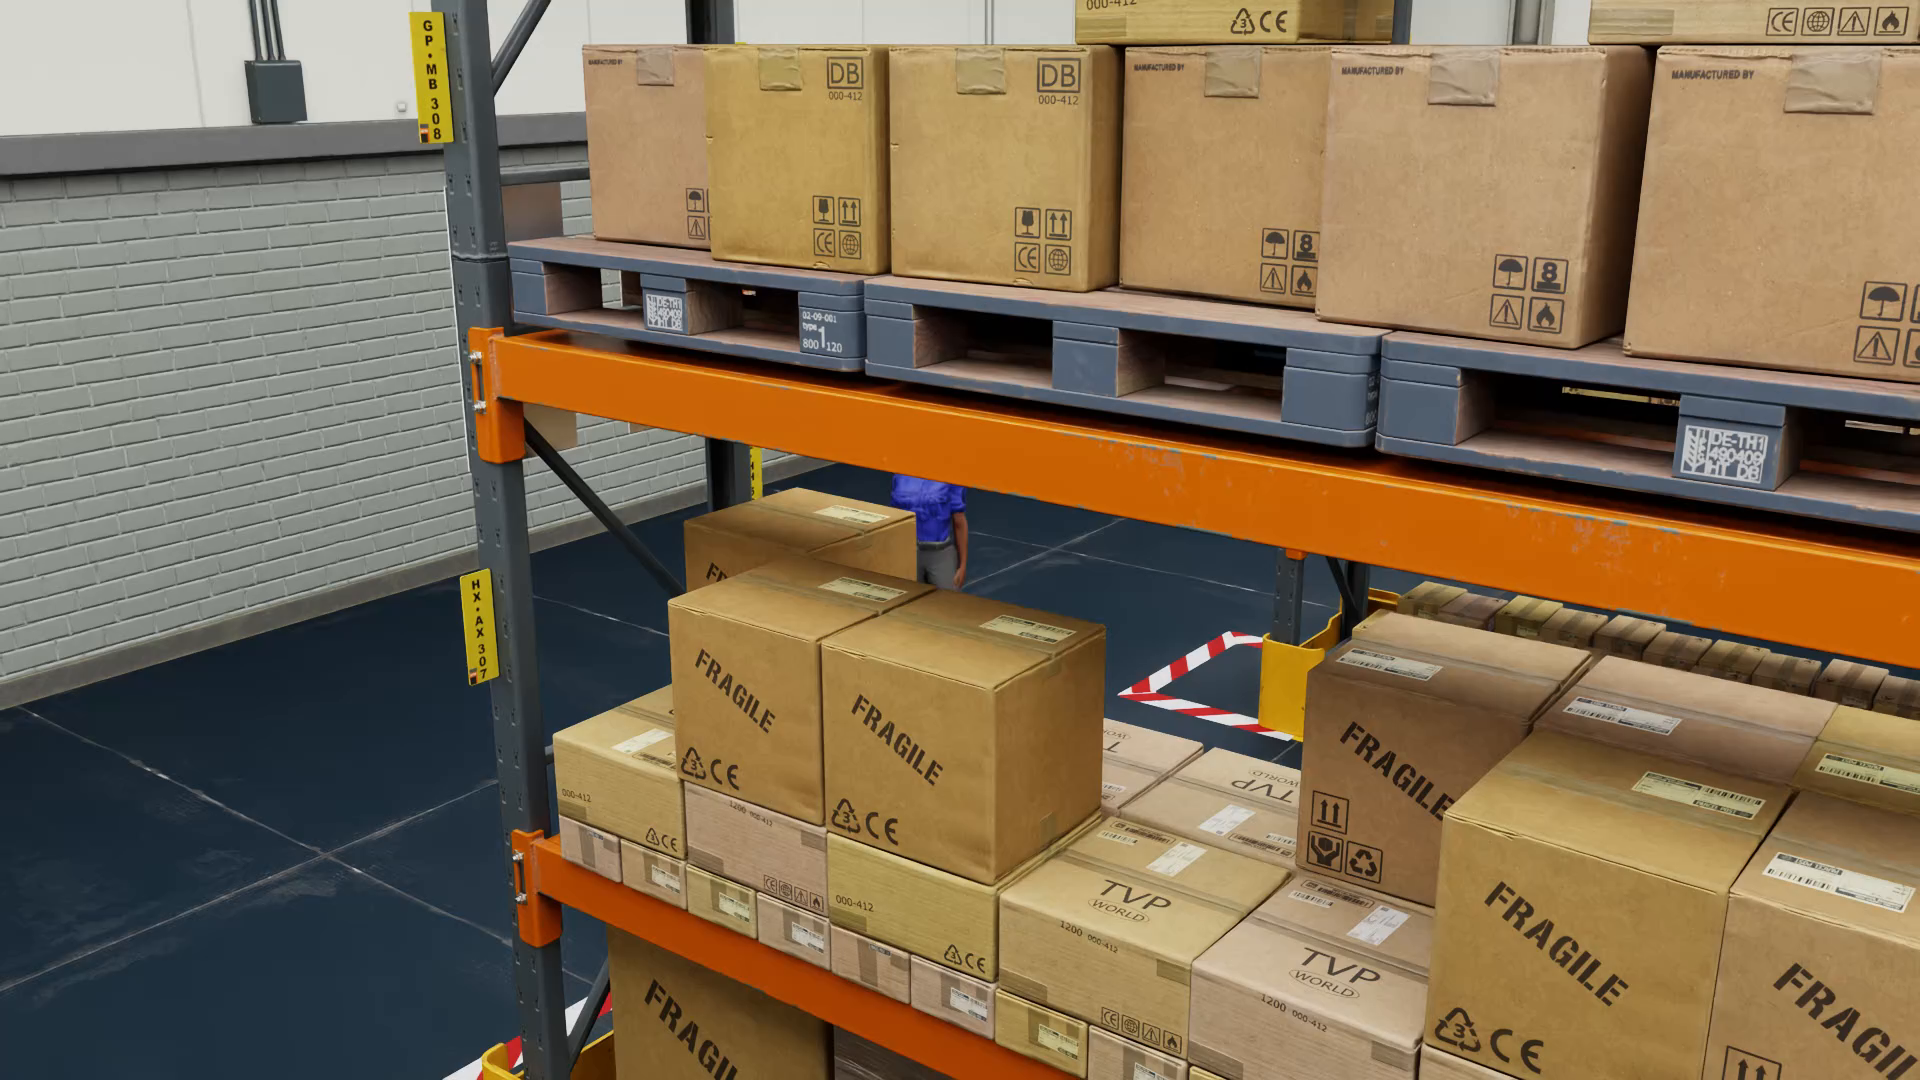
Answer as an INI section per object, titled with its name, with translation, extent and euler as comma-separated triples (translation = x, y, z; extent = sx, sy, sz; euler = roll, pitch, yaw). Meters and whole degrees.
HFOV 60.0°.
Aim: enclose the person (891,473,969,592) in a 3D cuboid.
[person]
translation = -0.168, 0.164, 9.043
extent = 0.520, 1.708, 0.372
euler = 6, 18, 19
